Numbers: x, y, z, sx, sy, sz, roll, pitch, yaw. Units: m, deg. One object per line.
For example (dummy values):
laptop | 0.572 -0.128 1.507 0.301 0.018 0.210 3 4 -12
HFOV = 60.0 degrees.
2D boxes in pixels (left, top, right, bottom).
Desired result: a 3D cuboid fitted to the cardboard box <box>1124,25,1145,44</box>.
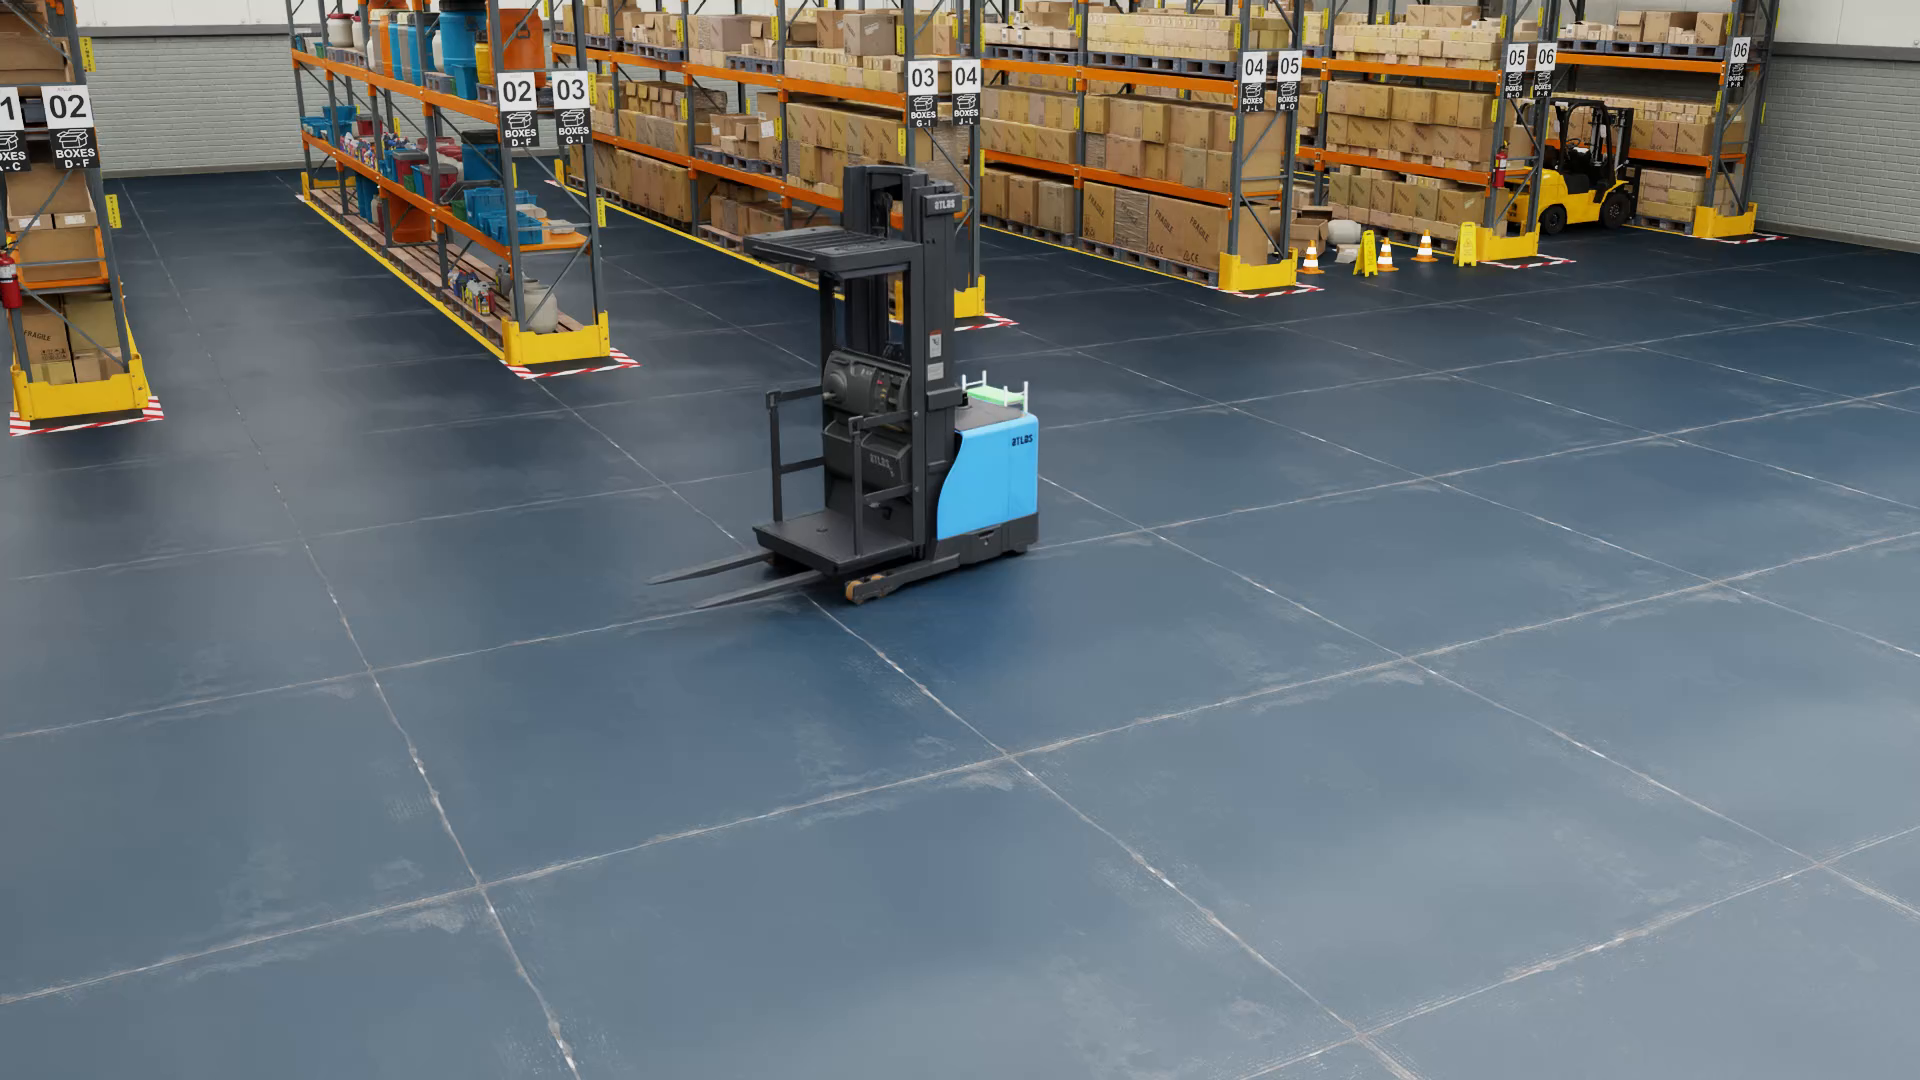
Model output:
cardboard box | 2.765 -7.428 24.438 0.500 0.250 0.500 -10 22 -27

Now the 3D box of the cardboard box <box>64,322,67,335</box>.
cardboard box | -10.649 -2.470 19.261 0.500 0.250 0.500 -10 21 -27

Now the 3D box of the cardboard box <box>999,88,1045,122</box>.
cardboard box | 1.090 -7.414 28.332 0.700 0.500 0.500 -10 22 -27

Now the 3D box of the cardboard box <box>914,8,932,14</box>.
cardboard box | -0.651 -9.585 30.386 0.396 0.266 0.258 -10 21 -27

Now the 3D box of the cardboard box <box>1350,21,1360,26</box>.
cardboard box | 8.329 -10.703 34.571 0.380 0.149 0.250 -10 21 -27

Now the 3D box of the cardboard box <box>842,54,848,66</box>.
cardboard box | -1.323 -6.308 21.833 0.380 0.149 0.250 -11 22 -29

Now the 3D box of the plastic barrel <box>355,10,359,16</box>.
plastic barrel | -9.661 -8.433 27.441 0.600 0.588 0.600 0 19 0

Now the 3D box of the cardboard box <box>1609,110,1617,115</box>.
cardboard box | 11.610 -7.508 29.144 0.380 0.149 0.250 -10 22 -28

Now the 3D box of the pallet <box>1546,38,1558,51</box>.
pallet | 10.543 -9.312 31.215 0.805 0.209 1.217 -11 22 -29

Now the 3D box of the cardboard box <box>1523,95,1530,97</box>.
cardboard box | 10.796 -8.379 31.666 0.380 0.149 0.250 -10 21 -27

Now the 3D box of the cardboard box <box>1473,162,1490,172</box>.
cardboard box | 8.140 -5.771 25.642 0.380 0.149 0.250 -9 21 -25

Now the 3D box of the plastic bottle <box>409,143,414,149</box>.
plastic bottle | -8.874 -6.292 26.965 0.097 0.271 0.097 0 19 0

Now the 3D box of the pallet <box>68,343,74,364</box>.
pallet | -9.911 -1.992 18.580 1.003 0.211 1.213 -10 21 -27

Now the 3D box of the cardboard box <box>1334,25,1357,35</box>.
cardboard box | 6.469 -8.499 27.727 0.380 0.149 0.250 -10 22 -28

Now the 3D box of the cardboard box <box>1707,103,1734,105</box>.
cardboard box | 12.830 -7.295 28.071 0.380 0.149 0.250 -9 21 -25

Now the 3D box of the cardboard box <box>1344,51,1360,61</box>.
cardboard box | 6.612 -8.051 27.652 0.380 0.149 0.250 -10 21 -27

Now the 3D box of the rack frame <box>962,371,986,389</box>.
rack frame | 0.113 -0.771 13.527 0.240 1.200 0.015 -16 25 -39

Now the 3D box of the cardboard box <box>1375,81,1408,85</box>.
cardboard box | 8.967 -9.300 34.686 0.500 0.500 0.500 -9 21 -24

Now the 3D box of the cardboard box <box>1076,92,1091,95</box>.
cardboard box | 2.768 -9.256 34.819 0.500 0.250 0.500 -11 22 -28

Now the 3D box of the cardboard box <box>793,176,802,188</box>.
cardboard box | -2.170 -5.128 23.779 0.380 0.149 0.250 -10 21 -27

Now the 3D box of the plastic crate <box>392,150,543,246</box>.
plastic crate | -6.468 -4.483 21.426 0.499 0.464 6.483 -10 21 -27

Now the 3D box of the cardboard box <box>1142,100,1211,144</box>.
cardboard box | 3.201 -6.171 24.531 0.875 0.550 0.500 -10 21 -27

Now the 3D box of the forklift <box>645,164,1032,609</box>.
forklift | -0.842 -1.123 11.892 3.031 2.935 1.121 -16 24 -38

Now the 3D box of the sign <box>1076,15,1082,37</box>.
sign | 1.825 -7.892 25.531 0.100 0.325 0.005 -10 21 -27

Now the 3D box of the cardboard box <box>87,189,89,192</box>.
cardboard box | -9.787 -3.764 18.293 0.380 0.149 0.250 -9 21 -25

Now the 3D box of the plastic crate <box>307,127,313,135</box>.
plastic crate | -11.943 -7.589 30.837 0.250 0.136 0.298 -10 21 -27

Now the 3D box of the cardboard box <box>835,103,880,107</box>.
cardboard box | -1.421 -5.859 23.371 0.500 0.500 0.500 -10 21 -27

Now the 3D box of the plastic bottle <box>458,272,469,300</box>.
plastic bottle | -6.366 -3.267 21.387 0.144 0.351 0.185 -11 22 -29

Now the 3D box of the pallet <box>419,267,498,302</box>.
pallet | -6.881 -3.563 23.133 1.003 0.211 1.213 -10 21 -27

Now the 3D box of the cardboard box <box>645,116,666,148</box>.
cardboard box | -5.189 -7.166 29.148 0.500 0.500 0.500 -10 21 -26

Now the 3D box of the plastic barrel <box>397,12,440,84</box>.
plastic barrel | -7.217 -6.617 22.341 0.600 0.901 0.600 0 19 0

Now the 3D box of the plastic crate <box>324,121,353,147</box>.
plastic crate | -10.795 -7.060 28.925 0.392 0.384 0.575 -10 21 -27

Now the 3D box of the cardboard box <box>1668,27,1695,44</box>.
cardboard box | 12.091 -8.449 27.829 0.396 0.266 0.258 -10 21 -27

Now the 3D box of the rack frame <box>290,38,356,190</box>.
rack frame | -12.172 -8.106 32.025 1.000 3.000 0.127 -10 21 -27

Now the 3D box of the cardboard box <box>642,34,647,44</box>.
cardboard box | -5.339 -8.772 29.098 0.380 0.149 0.250 -11 22 -29

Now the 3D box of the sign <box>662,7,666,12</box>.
sign | -5.441 -9.623 30.547 0.100 0.325 0.005 -10 21 -27

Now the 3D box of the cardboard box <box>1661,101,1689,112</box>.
cardboard box | 12.172 -7.370 28.287 0.380 0.149 0.250 -10 21 -26

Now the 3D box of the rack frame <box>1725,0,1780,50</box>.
rack frame | 12.872 -9.421 26.639 1.000 3.000 0.127 -10 21 -27

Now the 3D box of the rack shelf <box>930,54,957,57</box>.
rack shelf | -0.551 -8.968 31.027 1.077 0.370 4.000 -10 21 -27

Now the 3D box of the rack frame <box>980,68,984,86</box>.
rack frame | 0.908 -10.408 38.697 1.000 3.000 0.127 -10 21 -27

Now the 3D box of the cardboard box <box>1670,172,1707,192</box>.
cardboard box | 12.379 -6.041 28.077 0.500 0.250 0.500 -9 21 -25

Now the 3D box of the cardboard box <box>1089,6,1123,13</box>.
cardboard box | 2.971 -10.626 33.932 0.500 0.500 0.500 -10 22 -28

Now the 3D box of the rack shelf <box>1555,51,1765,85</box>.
rack shelf | 11.923 -8.237 28.909 1.077 0.370 4.000 -10 21 -27

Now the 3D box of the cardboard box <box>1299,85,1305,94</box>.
cardboard box | 5.850 -7.950 29.325 0.380 0.149 0.250 -11 22 -28

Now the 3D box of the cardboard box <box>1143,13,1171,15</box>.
cardboard box | 2.991 -7.890 25.164 0.380 0.149 0.250 -10 21 -27

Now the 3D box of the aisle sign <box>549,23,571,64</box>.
aisle sign | -8.111 -10.077 33.750 0.394 0.787 0.004 -10 21 -27

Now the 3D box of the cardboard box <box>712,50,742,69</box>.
cardboard box | -3.519 -7.456 25.772 0.500 0.250 0.500 -9 21 -26

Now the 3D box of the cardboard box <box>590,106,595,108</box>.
cardboard box | -7.083 -8.322 32.423 0.500 0.250 0.500 -10 22 -28

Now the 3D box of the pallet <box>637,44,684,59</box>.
pallet | -4.901 -8.403 28.575 1.003 0.211 1.213 -9 21 -24

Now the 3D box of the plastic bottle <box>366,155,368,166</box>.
plastic bottle | -9.320 -6.008 26.248 0.097 0.201 0.097 0 19 0

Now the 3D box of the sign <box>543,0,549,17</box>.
sign | -8.305 -10.658 33.359 0.100 0.325 0.005 -10 21 -27

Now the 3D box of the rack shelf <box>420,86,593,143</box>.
rack shelf | -5.524 -5.165 20.006 1.077 0.370 4.000 -10 21 -27

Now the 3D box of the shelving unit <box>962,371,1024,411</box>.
shelving unit | 0.270 -0.713 13.357 0.258 1.200 0.492 -16 25 -39

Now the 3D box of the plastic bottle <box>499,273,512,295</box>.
plastic bottle | -5.942 -3.356 21.761 0.152 0.276 0.135 -10 21 -27
